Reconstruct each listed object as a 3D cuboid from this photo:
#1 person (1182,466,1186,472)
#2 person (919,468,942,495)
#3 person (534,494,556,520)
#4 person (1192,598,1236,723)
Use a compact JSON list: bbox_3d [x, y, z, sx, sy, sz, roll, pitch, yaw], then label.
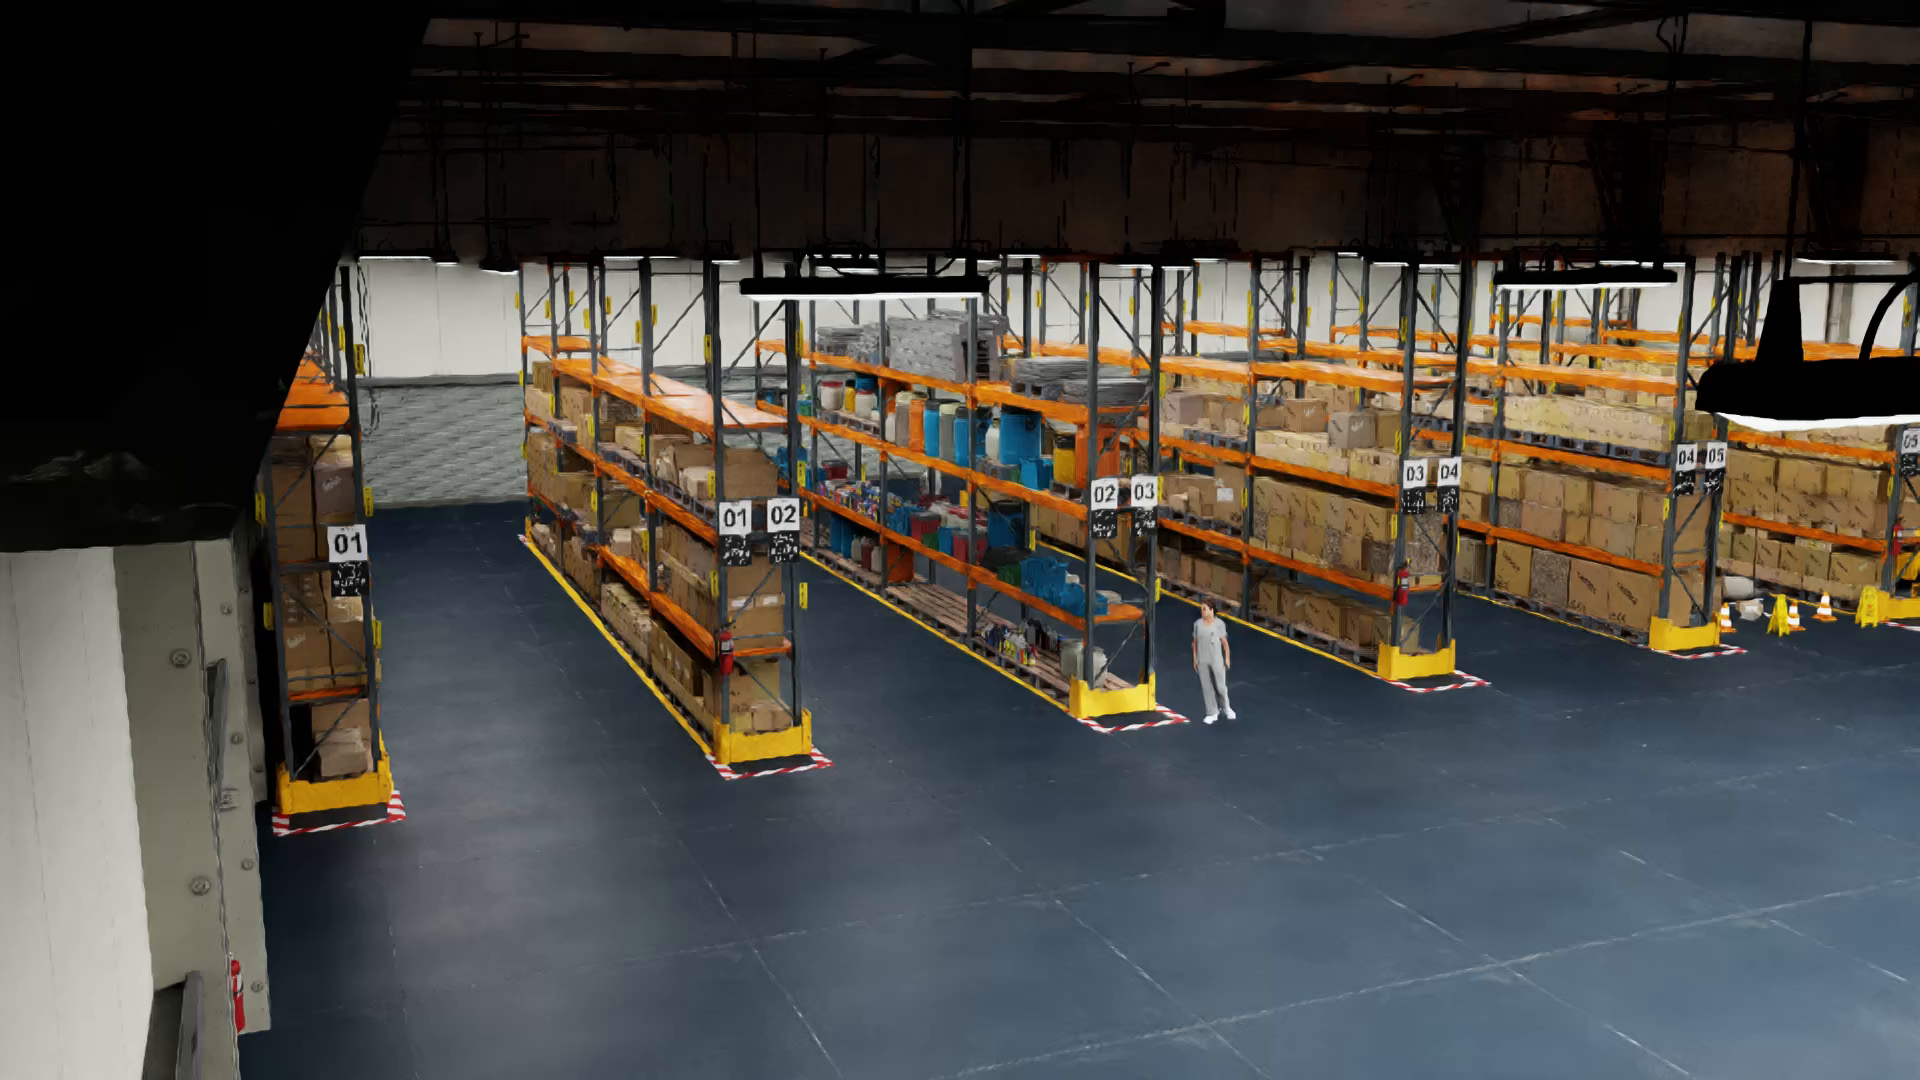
[{"bbox_3d":[4.536,-0.761,34.740,0.598,1.619,0.507,-5,11,-25],"label":"person"},{"bbox_3d":[-0.588,-0.873,34.977,0.553,1.709,1.123,-4,11,-20],"label":"person"},{"bbox_3d":[-9.359,-1.334,37.500,0.591,1.744,0.964,0,10,1],"label":"person"},{"bbox_3d":[3.342,1.573,21.823,0.594,1.658,0.446,4,11,20],"label":"person"}]
